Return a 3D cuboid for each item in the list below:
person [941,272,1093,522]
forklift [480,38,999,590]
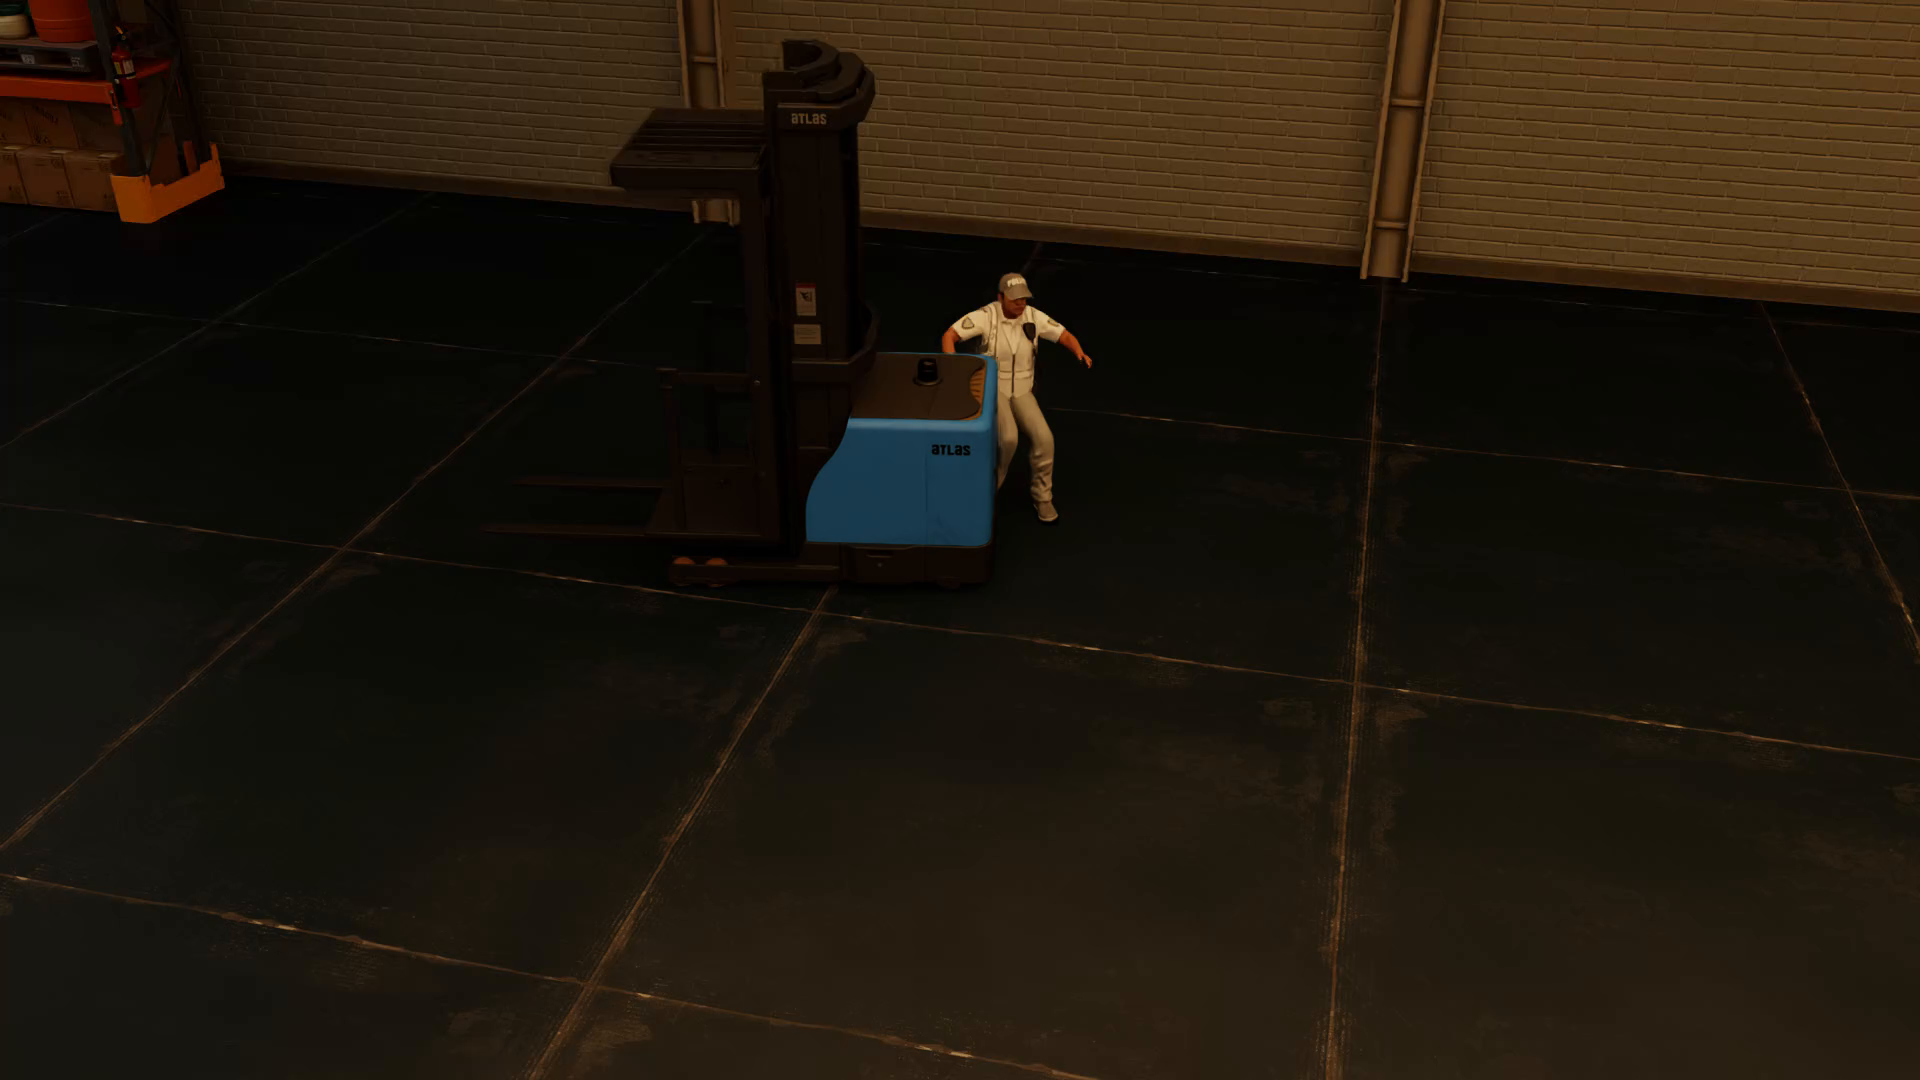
[{"bbox_3d":[0.356,-0.887,10.248,0.900,1.428,0.824,-15,33,-24],"label":"person"},{"bbox_3d":[-1.299,-1.259,9.392,3.031,2.935,1.130,2,30,3],"label":"forklift"}]
